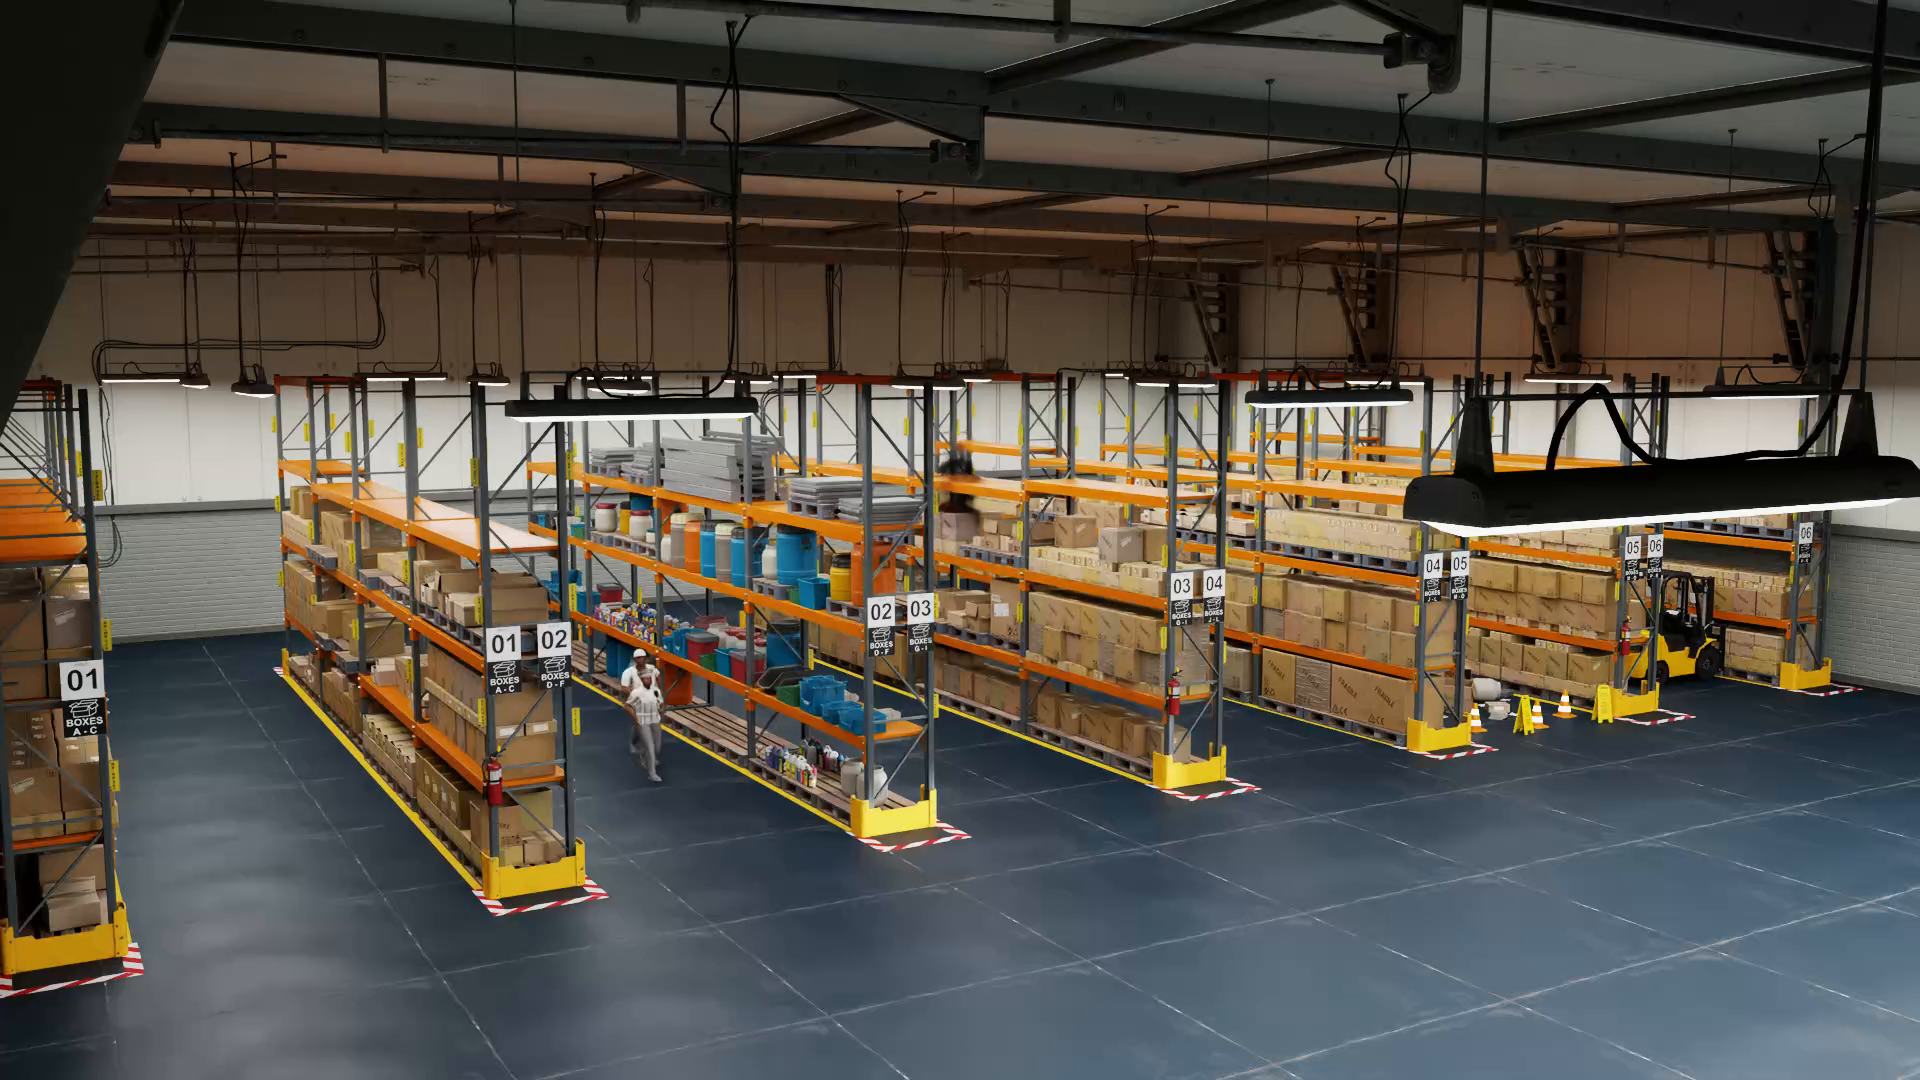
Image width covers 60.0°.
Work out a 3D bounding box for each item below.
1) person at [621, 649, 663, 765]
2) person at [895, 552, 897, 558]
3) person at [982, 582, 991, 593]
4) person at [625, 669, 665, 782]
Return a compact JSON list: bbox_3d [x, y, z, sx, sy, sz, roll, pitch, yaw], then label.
[{"bbox_3d":[-4.986,2.604,26.204,0.706,1.797,0.864,-3,7,-24],"label":"person"},{"bbox_3d":[-1.686,1.089,39.947,0.696,1.713,0.679,0,6,3],"label":"person"},{"bbox_3d":[0.760,0.907,41.957,0.769,1.691,0.714,3,7,24],"label":"person"},{"bbox_3d":[-4.716,2.758,25.065,0.588,1.669,0.815,-5,8,-36],"label":"person"}]
